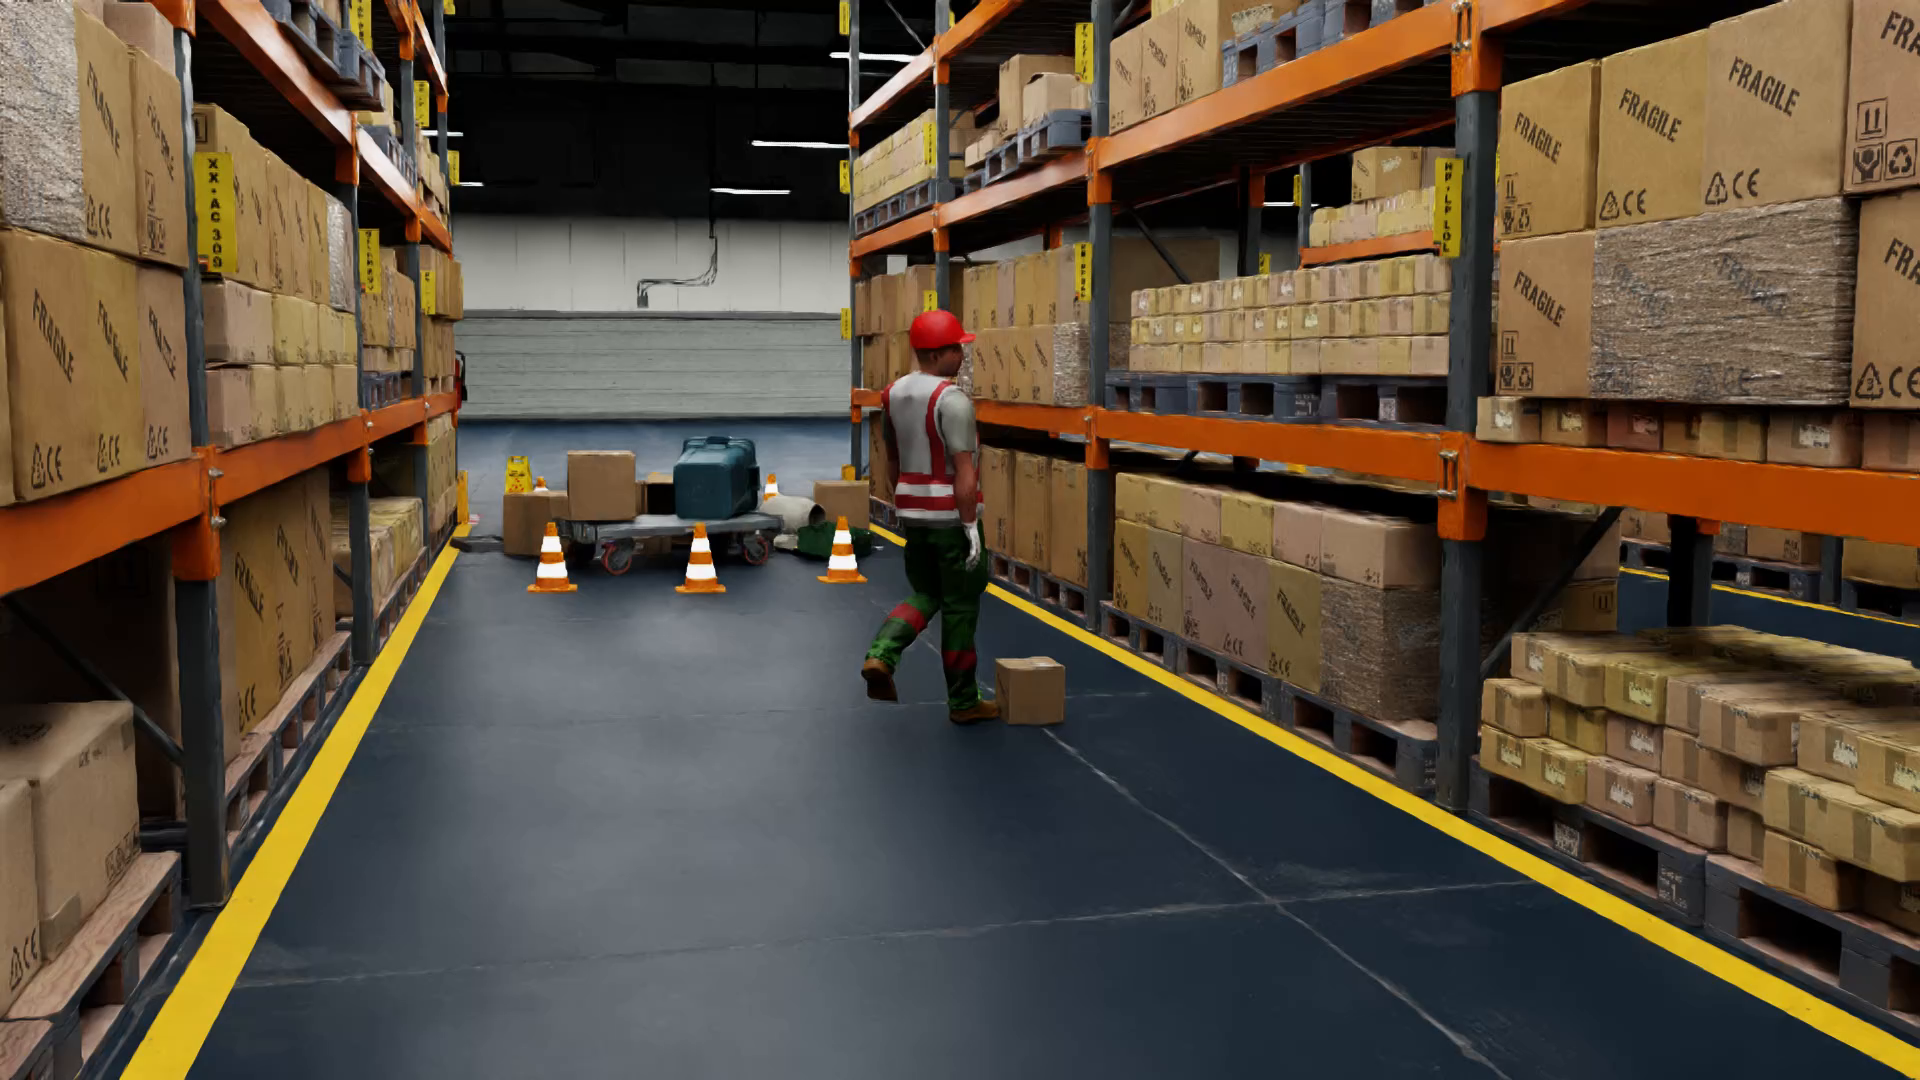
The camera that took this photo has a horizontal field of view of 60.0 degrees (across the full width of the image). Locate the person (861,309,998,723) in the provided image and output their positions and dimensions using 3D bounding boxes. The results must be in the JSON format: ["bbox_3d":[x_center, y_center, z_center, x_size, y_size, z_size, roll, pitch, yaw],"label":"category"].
[{"bbox_3d":[-0.085,-0.086,7.096,0.710,1.773,0.598,-6,8,-45],"label":"person"}]
